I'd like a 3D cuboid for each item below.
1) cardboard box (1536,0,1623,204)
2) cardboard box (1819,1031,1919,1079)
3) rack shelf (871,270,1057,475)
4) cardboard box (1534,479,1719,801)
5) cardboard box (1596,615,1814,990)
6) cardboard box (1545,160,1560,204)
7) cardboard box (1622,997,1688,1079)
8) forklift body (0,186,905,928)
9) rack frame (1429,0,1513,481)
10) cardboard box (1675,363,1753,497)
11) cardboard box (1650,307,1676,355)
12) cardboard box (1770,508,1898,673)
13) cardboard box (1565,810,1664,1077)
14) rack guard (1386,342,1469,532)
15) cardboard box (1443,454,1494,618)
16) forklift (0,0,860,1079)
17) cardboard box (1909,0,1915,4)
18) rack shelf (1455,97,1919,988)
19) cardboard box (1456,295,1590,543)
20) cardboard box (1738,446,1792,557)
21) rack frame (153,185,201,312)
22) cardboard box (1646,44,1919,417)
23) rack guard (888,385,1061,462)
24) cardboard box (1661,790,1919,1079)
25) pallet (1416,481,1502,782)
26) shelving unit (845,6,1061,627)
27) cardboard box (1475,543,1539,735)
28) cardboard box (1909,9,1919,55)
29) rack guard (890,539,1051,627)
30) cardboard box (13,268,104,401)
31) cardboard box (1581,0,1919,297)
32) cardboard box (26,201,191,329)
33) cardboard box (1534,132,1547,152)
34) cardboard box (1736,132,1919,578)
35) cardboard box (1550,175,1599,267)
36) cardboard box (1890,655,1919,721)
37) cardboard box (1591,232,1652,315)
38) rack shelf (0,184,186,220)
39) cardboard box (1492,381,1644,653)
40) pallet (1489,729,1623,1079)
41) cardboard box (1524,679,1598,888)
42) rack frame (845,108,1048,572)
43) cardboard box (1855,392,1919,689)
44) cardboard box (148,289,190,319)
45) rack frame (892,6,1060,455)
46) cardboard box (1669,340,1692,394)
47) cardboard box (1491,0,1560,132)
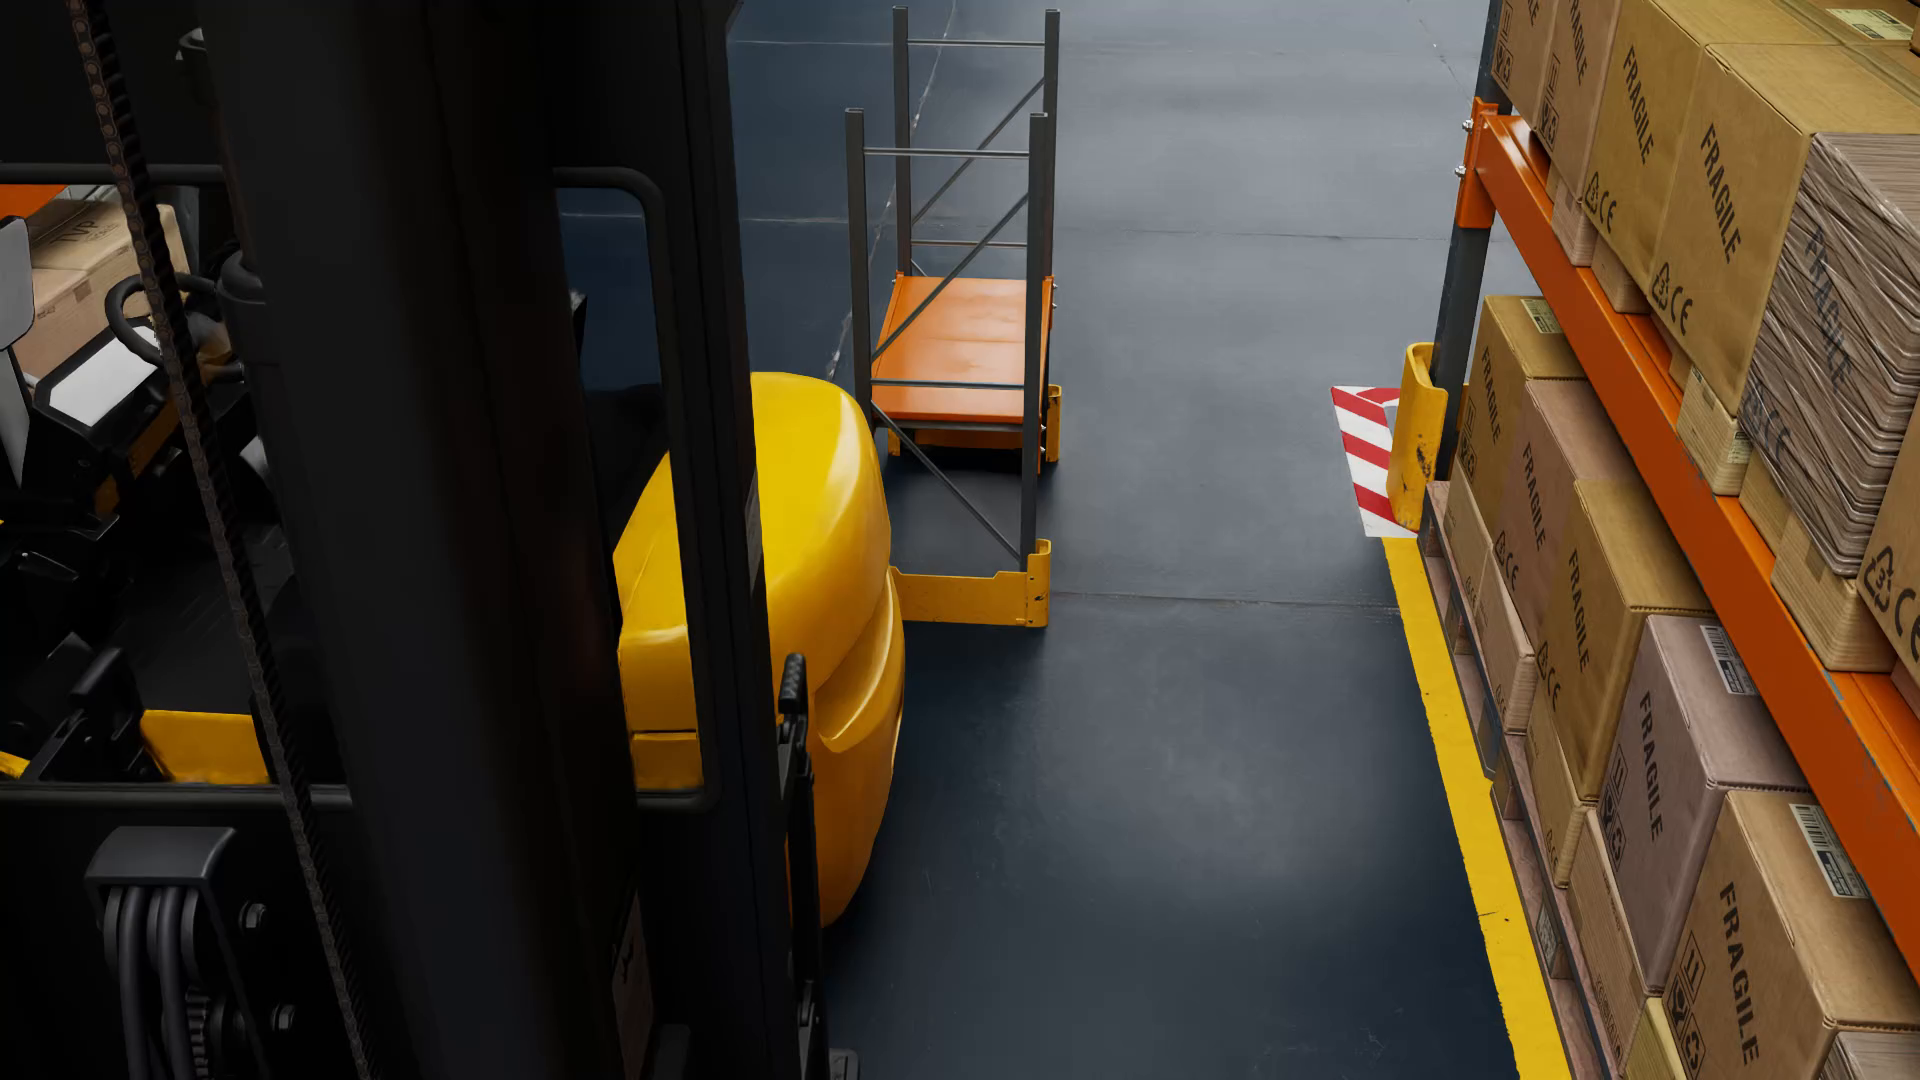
[{"bbox_3d":[1.644,-1.074,3.754,0.500,0.500,0.500,3,32,5],"label":"cardboard box"},{"bbox_3d":[1.453,1.032,2.222,0.500,0.500,0.500,2,32,3],"label":"cardboard box"},{"bbox_3d":[0.007,-0.530,5.023,0.538,0.185,1.000,2,32,4],"label":"rack shelf"},{"bbox_3d":[1.569,0.219,3.541,0.500,0.500,0.500,3,32,5],"label":"cardboard box"},{"bbox_3d":[1.534,0.499,3.087,0.500,0.500,0.500,4,32,7],"label":"cardboard box"},{"bbox_3d":[1.656,-0.868,4.038,0.380,0.149,0.250,1,32,2],"label":"cardboard box"},{"bbox_3d":[1.486,1.073,2.871,0.500,0.250,0.500,2,32,3],"label":"cardboard box"},{"bbox_3d":[-1.285,-0.191,3.509,2.313,2.155,1.214,2,32,4],"label":"forklift body"},{"bbox_3d":[1.998,-1.411,4.681,1.000,3.000,0.127,2,32,4],"label":"rack frame"},{"bbox_3d":[1.510,-0.194,2.945,0.380,0.149,0.250,3,32,4],"label":"cardboard box"},{"bbox_3d":[1.640,-0.459,3.376,0.380,0.149,0.250,3,32,6],"label":"cardboard box"},{"bbox_3d":[1.475,0.075,2.509,0.380,0.149,0.250,2,32,3],"label":"cardboard box"},{"bbox_3d":[1.532,0.807,3.302,0.500,0.250,0.500,3,32,5],"label":"cardboard box"},{"bbox_3d":[1.992,-0.307,5.272,1.175,0.500,0.348,2,32,4],"label":"rack guard"},{"bbox_3d":[1.657,-0.009,4.627,0.500,0.250,0.500,2,32,4],"label":"cardboard box"},{"bbox_3d":[-0.736,0.235,2.075,1.130,2.935,3.031,1,32,1],"label":"forklift"},{"bbox_3d":[2.139,-0.762,3.248,0.500,0.500,0.500,2,32,4],"label":"cardboard box"},{"bbox_3d":[1.836,-0.059,3.173,1.077,0.370,4.000,2,32,4],"label":"rack shelf"},{"bbox_3d":[1.656,-0.316,4.410,0.500,0.500,0.500,1,32,2],"label":"cardboard box"},{"bbox_3d":[1.525,-0.058,2.724,0.380,0.149,0.250,2,32,3],"label":"cardboard box"},{"bbox_3d":[-2.949,-1.621,5.022,1.000,3.000,0.127,2,32,4],"label":"rack frame"},{"bbox_3d":[1.571,-0.541,2.890,0.500,0.500,0.500,2,32,3],"label":"cardboard box"},{"bbox_3d":[0.047,-0.407,5.672,0.587,0.250,0.087,2,32,4],"label":"rack guard"},{"bbox_3d":[1.493,0.766,2.654,0.500,0.500,0.500,3,32,5],"label":"cardboard box"},{"bbox_3d":[1.891,0.239,4.661,1.003,0.211,1.213,2,32,4],"label":"pallet"},{"bbox_3d":[0.006,-0.678,4.921,0.587,1.500,1.083,2,32,4],"label":"shelving unit"},{"bbox_3d":[1.608,0.257,4.194,0.500,0.250,0.500,4,32,6],"label":"cardboard box"},{"bbox_3d":[2.008,-0.939,2.583,0.700,0.500,0.500,2,32,4],"label":"cardboard box"},{"bbox_3d":[-0.034,0.114,4.827,0.587,0.250,0.087,2,32,4],"label":"rack guard"},{"bbox_3d":[-2.711,-0.534,4.525,0.500,0.250,0.500,3,32,5],"label":"cardboard box"},{"bbox_3d":[1.604,-0.807,3.322,0.500,0.500,0.500,2,32,3],"label":"cardboard box"},{"bbox_3d":[-2.676,-0.801,4.958,0.500,0.250,0.500,3,32,6],"label":"cardboard box"},{"bbox_3d":[1.764,-1.136,4.473,0.380,0.149,0.250,3,32,4],"label":"cardboard box"},{"bbox_3d":[1.534,-0.273,2.455,0.500,0.500,0.500,3,32,5],"label":"cardboard box"},{"bbox_3d":[1.589,-0.737,3.826,0.380,0.149,0.250,3,32,5],"label":"cardboard box"},{"bbox_3d":[1.542,0.213,2.285,0.380,0.149,0.250,2,32,3],"label":"cardboard box"},{"bbox_3d":[1.602,-0.600,3.604,0.380,0.149,0.250,3,32,5],"label":"cardboard box"},{"bbox_3d":[-3.112,-0.269,3.514,1.077,0.370,4.000,2,32,4],"label":"rack shelf"},{"bbox_3d":[1.618,-0.043,3.966,0.500,0.500,0.500,1,32,2],"label":"cardboard box"},{"bbox_3d":[1.789,0.875,3.629,1.003,0.211,1.213,2,32,4],"label":"pallet"},{"bbox_3d":[1.576,0.543,3.730,0.500,0.250,0.500,5,32,7],"label":"cardboard box"},{"bbox_3d":[-0.034,-0.417,4.498,0.500,1.500,0.032,2,32,4],"label":"rack frame"},{"bbox_3d":[1.496,-0.001,2.014,0.500,0.500,0.500,3,32,6],"label":"cardboard box"},{"bbox_3d":[-2.677,-0.575,5.067,0.500,0.250,0.500,2,32,3],"label":"cardboard box"},{"bbox_3d":[0.048,-0.949,5.360,0.500,1.500,0.032,2,32,4],"label":"rack frame"},{"bbox_3d":[1.589,-0.323,3.154,0.380,0.149,0.250,2,32,3],"label":"cardboard box"},{"bbox_3d":[1.683,-1.345,4.194,0.500,0.500,0.500,2,32,3],"label":"cardboard box"}]
